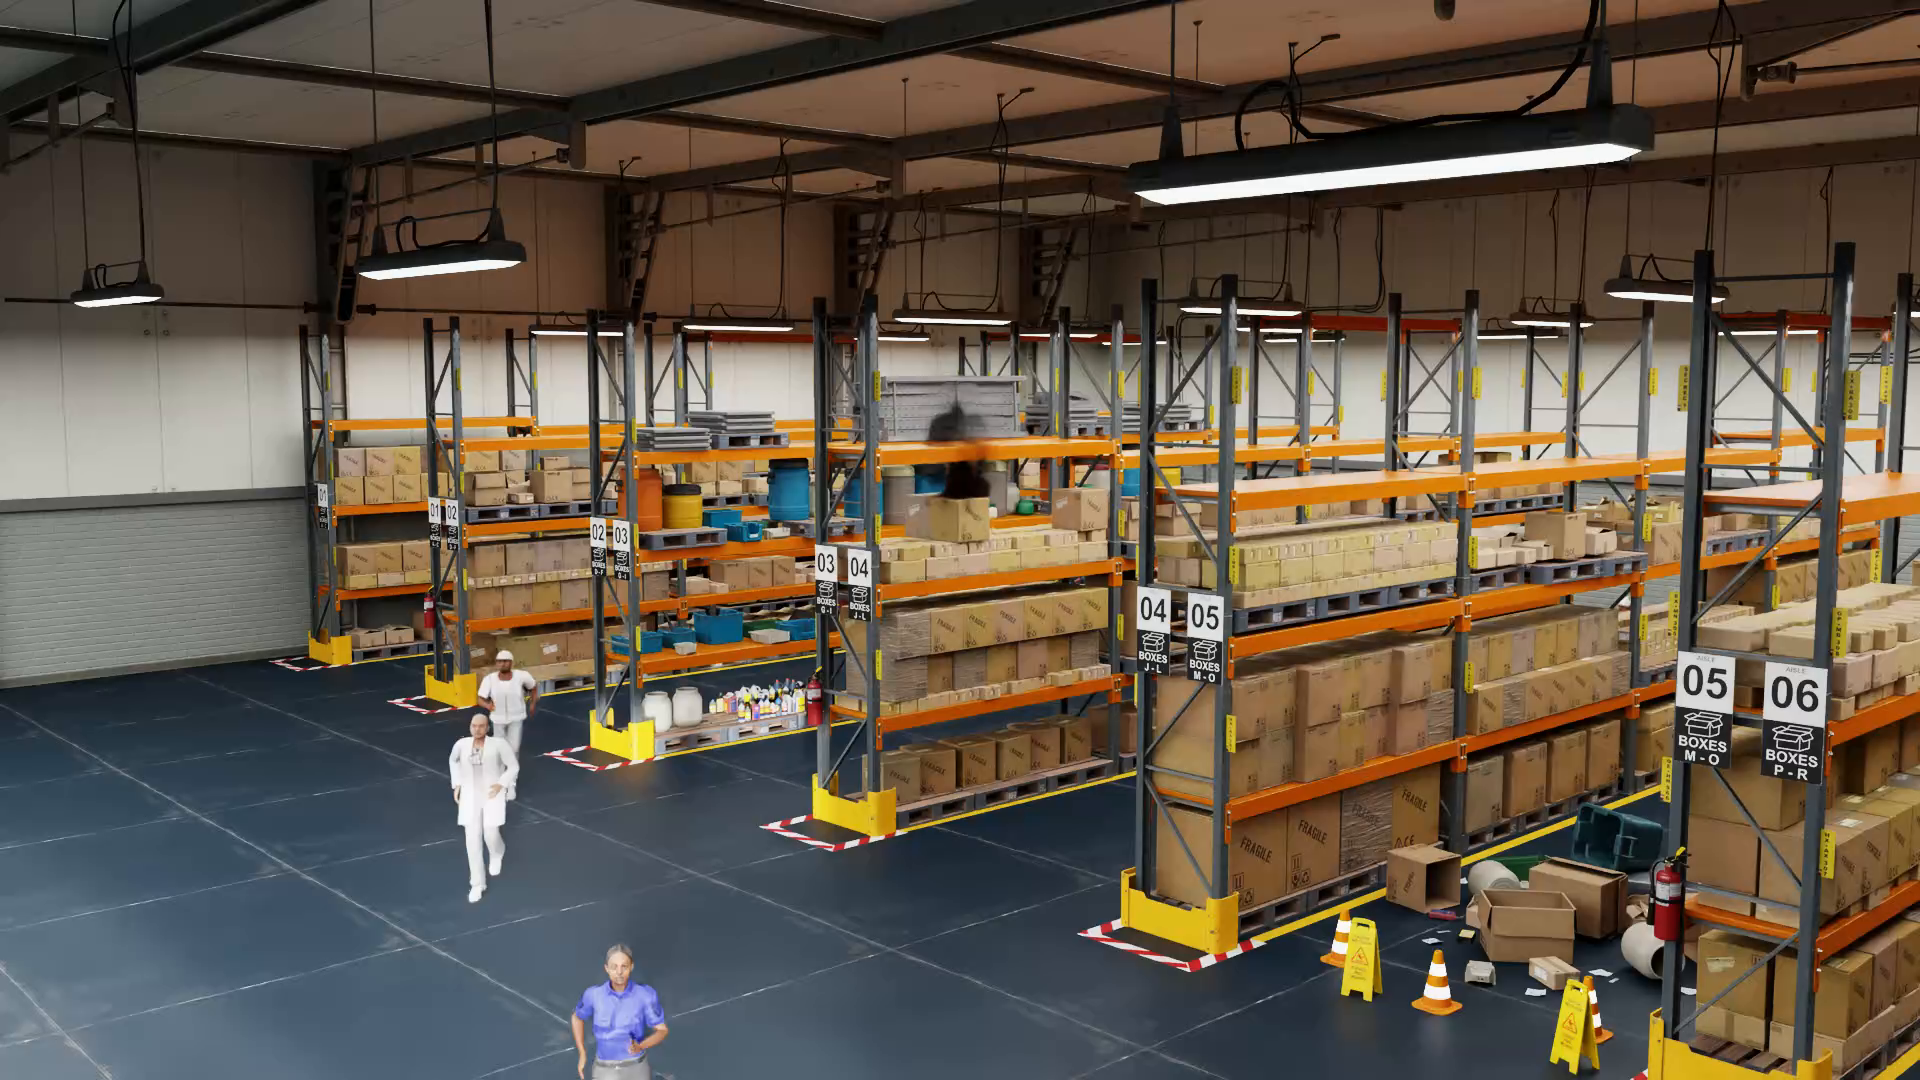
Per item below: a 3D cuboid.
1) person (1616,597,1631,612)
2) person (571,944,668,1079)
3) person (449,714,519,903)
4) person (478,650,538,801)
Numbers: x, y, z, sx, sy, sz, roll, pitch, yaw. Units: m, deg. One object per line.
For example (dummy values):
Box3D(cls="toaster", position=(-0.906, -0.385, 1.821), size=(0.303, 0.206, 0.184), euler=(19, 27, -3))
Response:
Box3D(cls="person", position=(9.981, 1.756, 25.039), size=(0.849, 1.808, 0.674), euler=(-5, 8, -43))
Box3D(cls="person", position=(-2.093, 3.300, 10.264), size=(0.583, 1.633, 0.905), euler=(-1, 6, -14))
Box3D(cls="person", position=(-4.764, 2.614, 16.642), size=(0.717, 1.793, 0.979), euler=(-1, 6, -6))
Box3D(cls="person", position=(-5.560, 2.223, 20.472), size=(0.710, 1.773, 0.975), euler=(-1, 6, -10))
